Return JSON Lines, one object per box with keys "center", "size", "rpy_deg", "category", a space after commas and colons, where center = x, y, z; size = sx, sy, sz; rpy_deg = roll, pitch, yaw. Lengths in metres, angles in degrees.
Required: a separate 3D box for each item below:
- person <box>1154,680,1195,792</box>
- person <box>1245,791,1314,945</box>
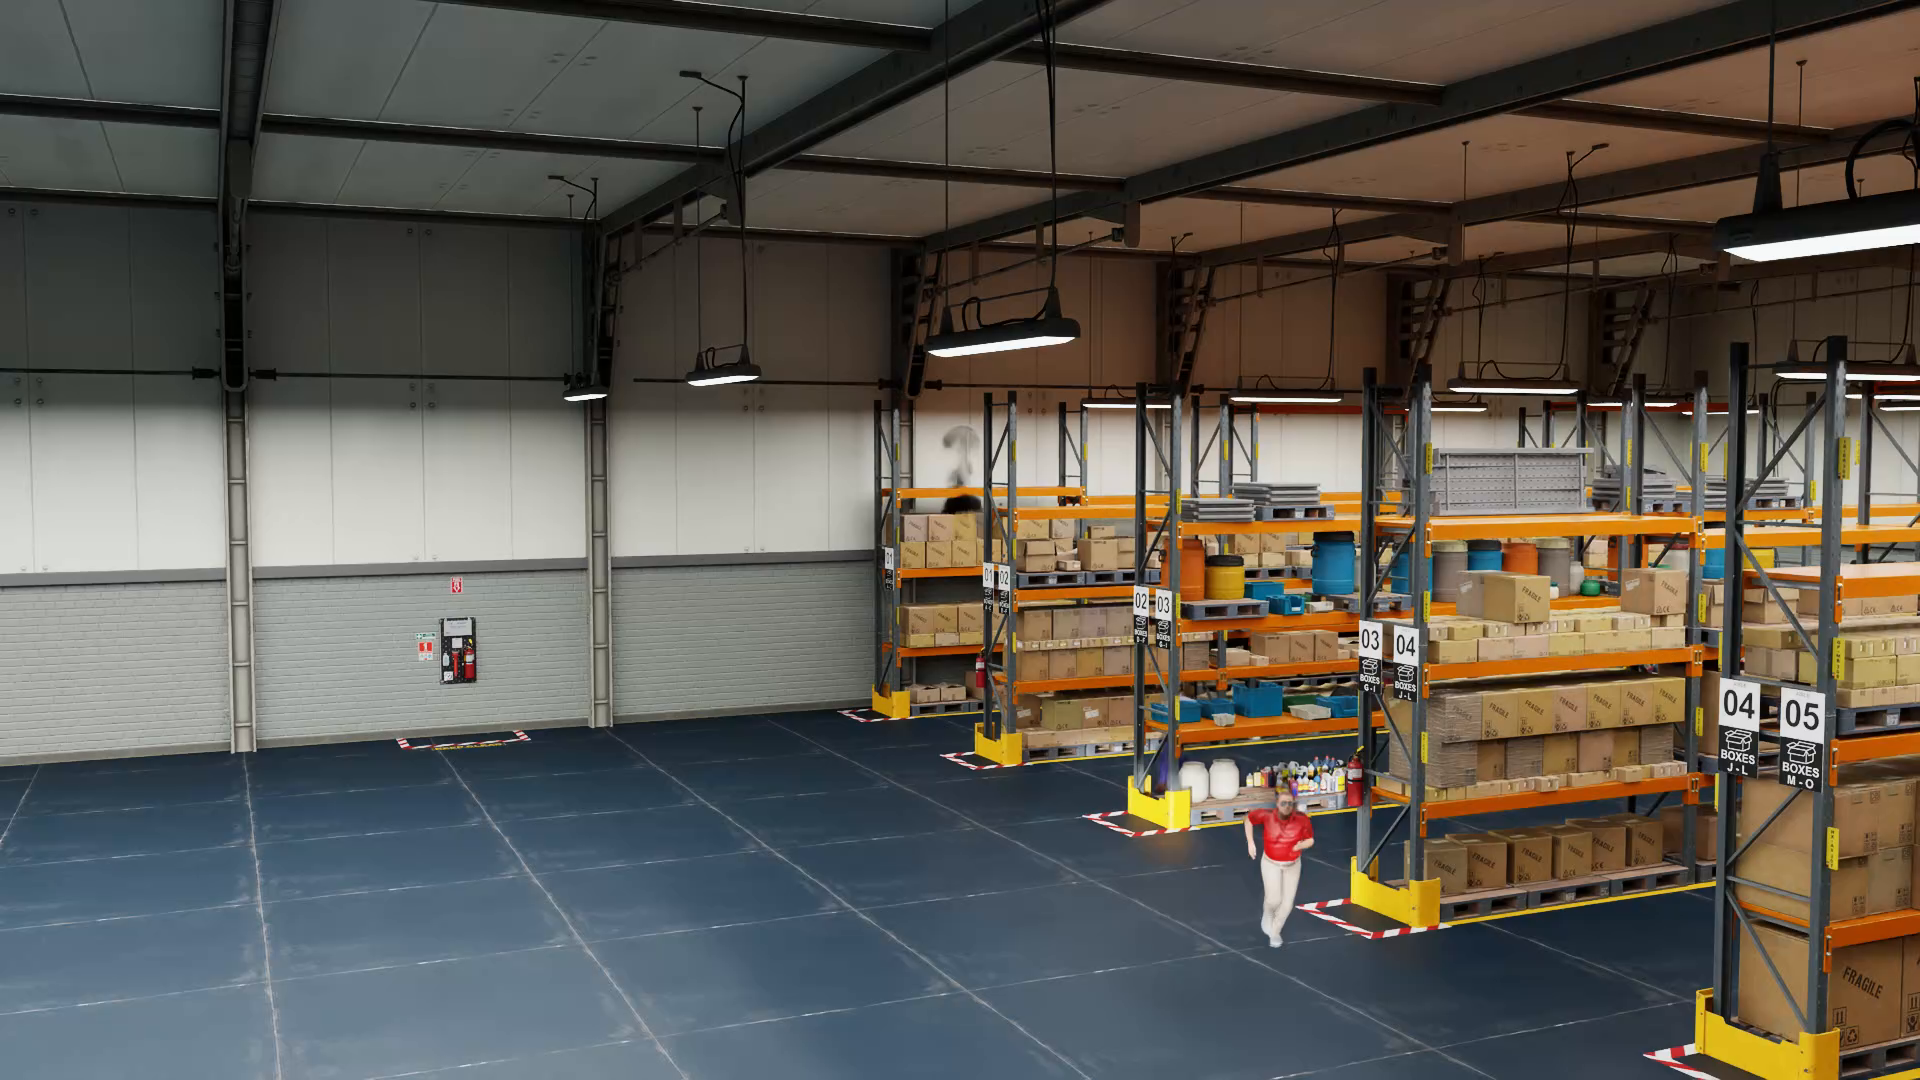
{"center": [3.229, 2.920, 24.838], "size": [0.802, 1.686, 0.608], "rpy_deg": [-1, 4, -19], "category": "person"}
{"center": [3.263, 3.351, 16.928], "size": [0.648, 1.647, 0.789], "rpy_deg": [0, 3, -2], "category": "person"}
